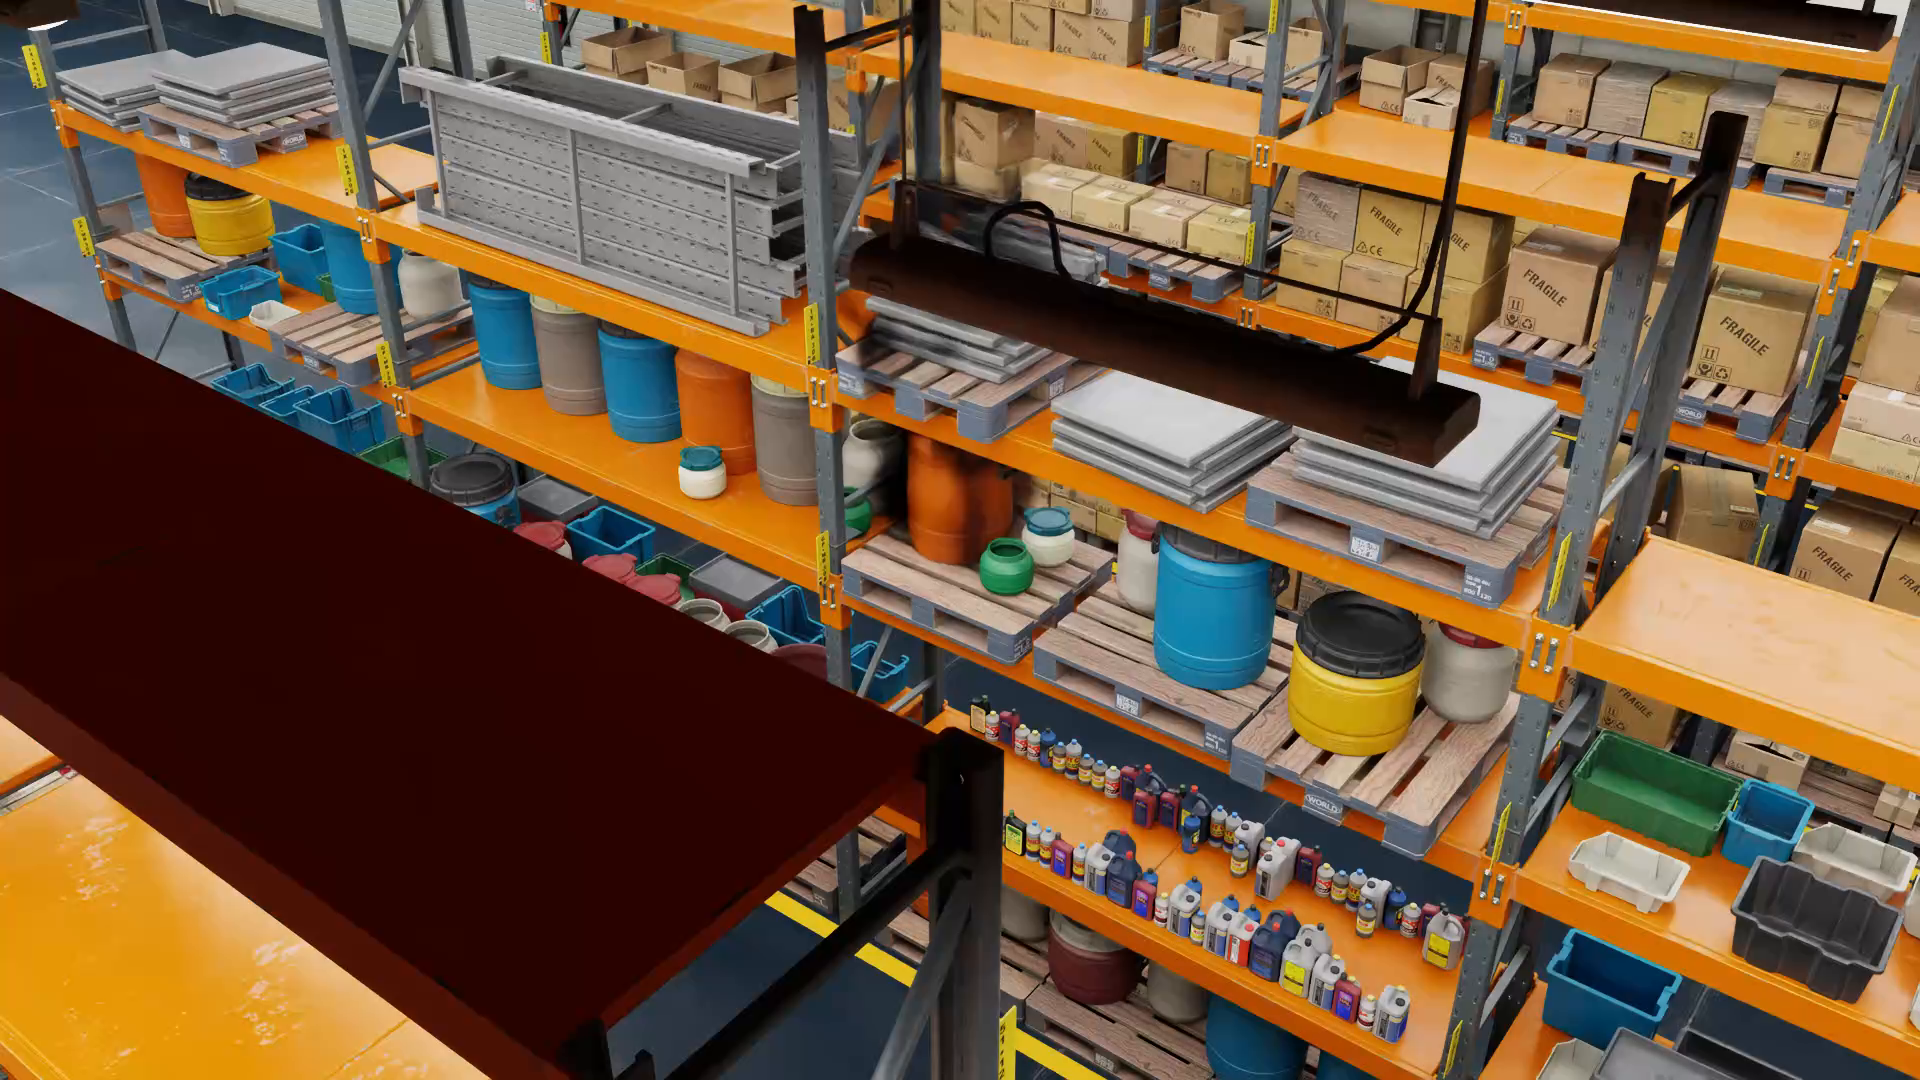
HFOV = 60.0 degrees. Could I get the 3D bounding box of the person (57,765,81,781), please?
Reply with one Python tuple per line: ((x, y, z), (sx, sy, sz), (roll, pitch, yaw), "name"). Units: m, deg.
((-5.987, 1.498, 11.111), (0.690, 1.775, 0.641), (13, 34, 20), "person")
